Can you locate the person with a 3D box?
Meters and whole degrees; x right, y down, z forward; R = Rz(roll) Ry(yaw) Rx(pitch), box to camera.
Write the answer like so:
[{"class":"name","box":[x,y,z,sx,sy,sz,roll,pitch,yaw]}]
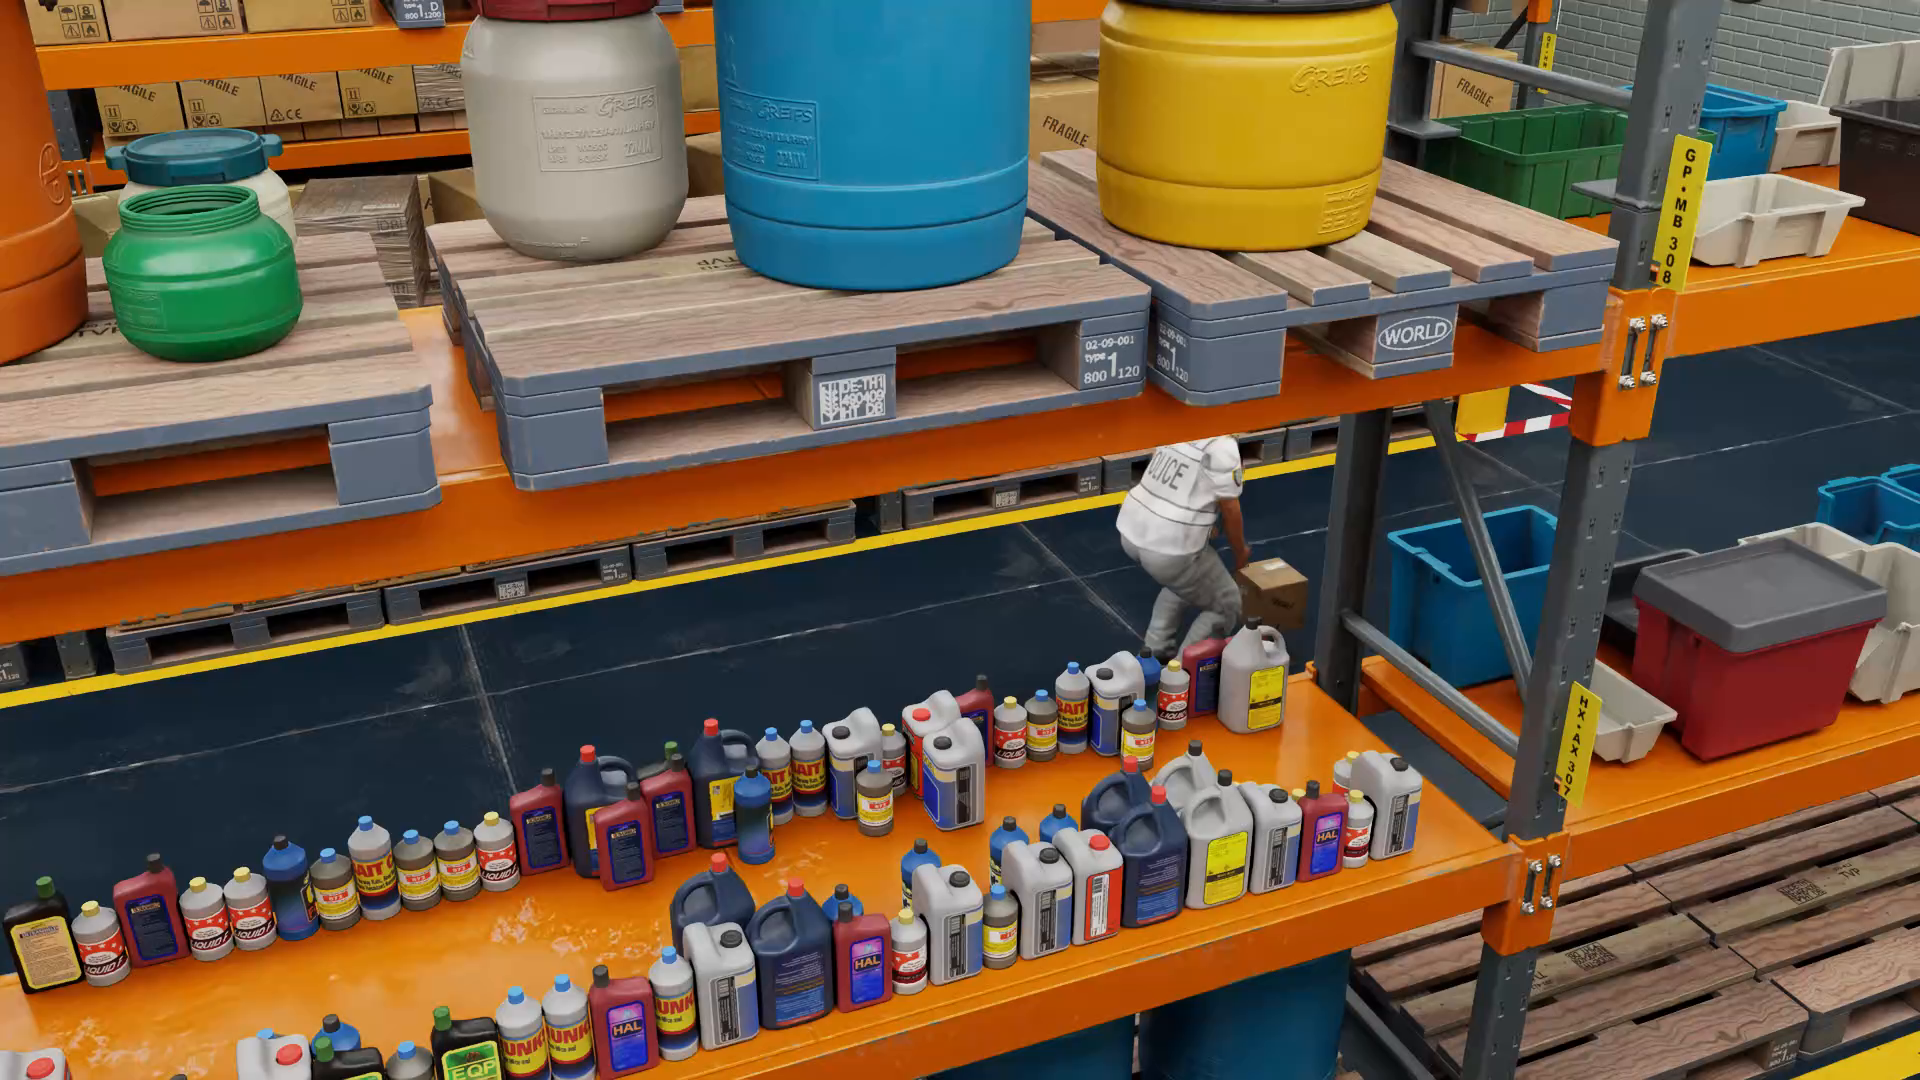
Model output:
[{"class":"person","box":[1.023,-0.026,7.414,0.671,1.457,0.530,-10,28,-20]}]
